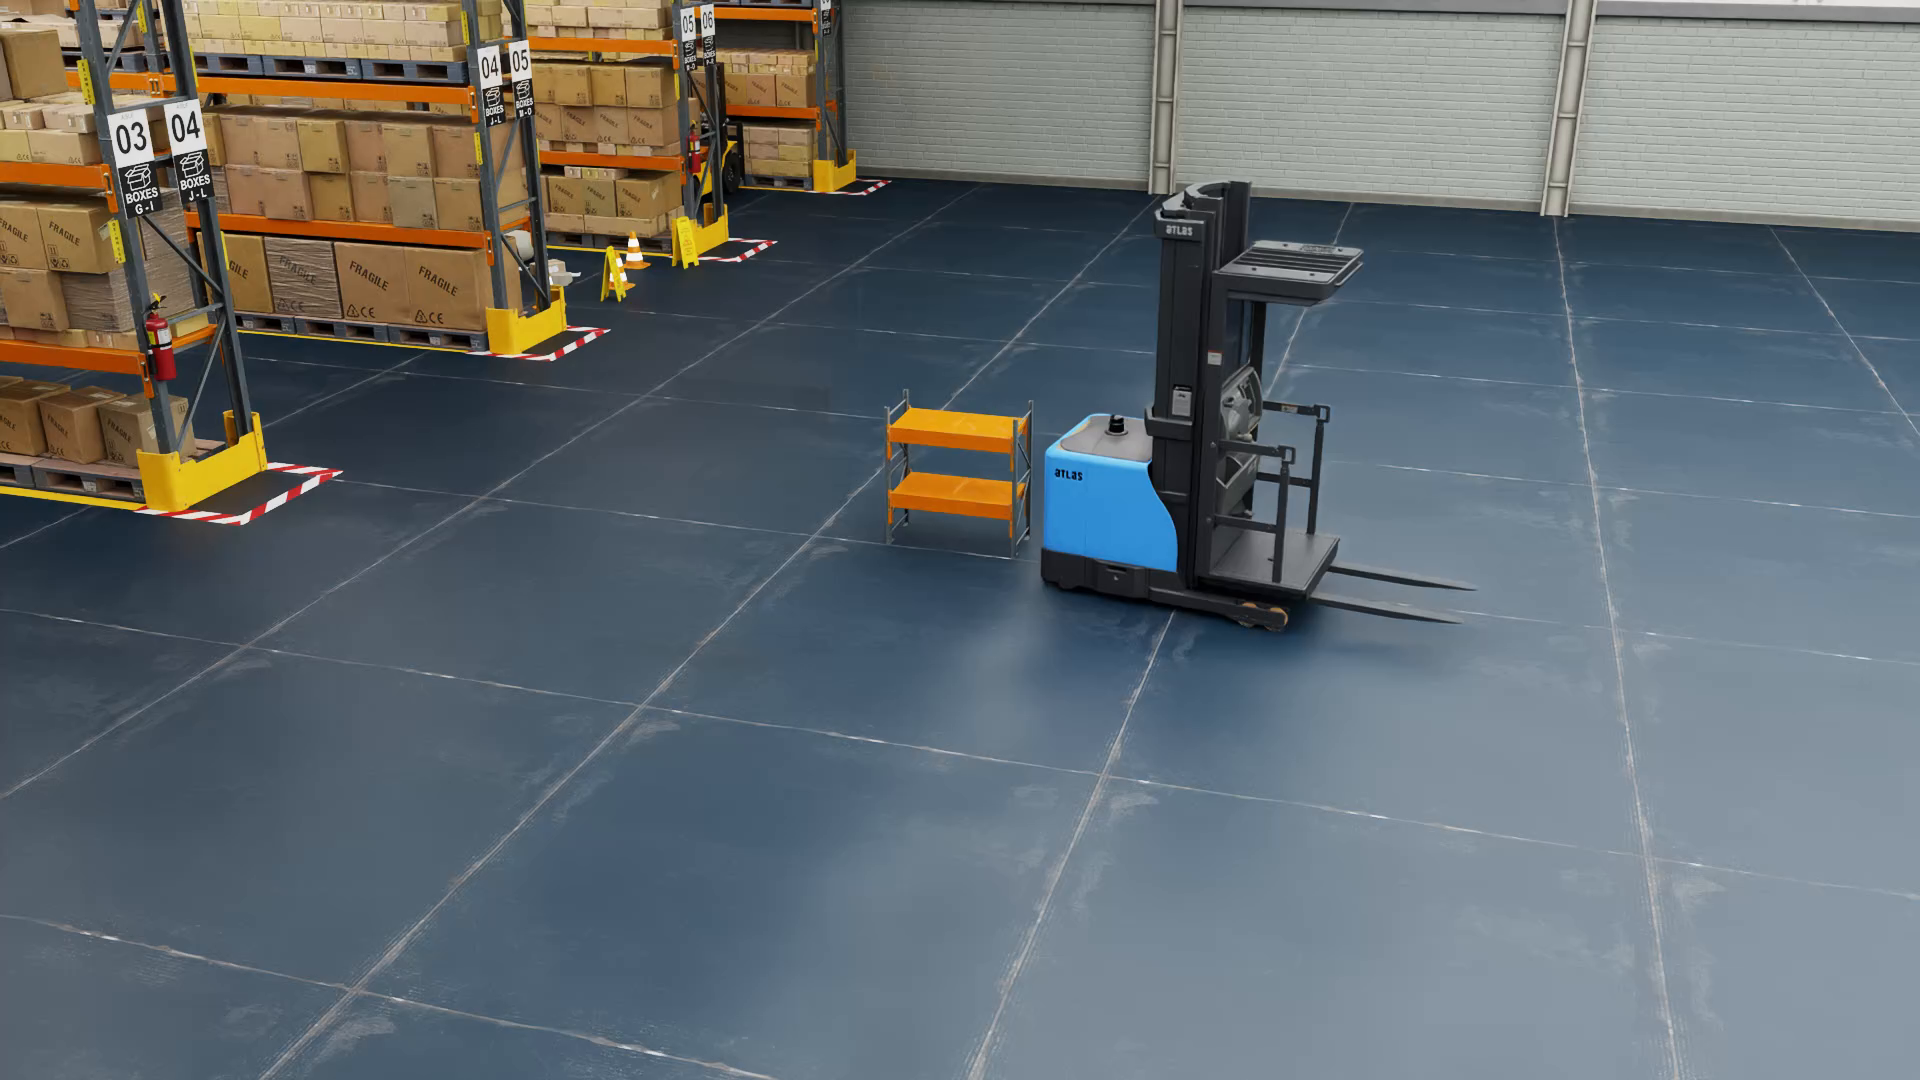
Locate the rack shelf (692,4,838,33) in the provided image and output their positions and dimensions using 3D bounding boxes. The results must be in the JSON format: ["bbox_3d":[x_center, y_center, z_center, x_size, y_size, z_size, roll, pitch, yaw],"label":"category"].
[{"bbox_3d":[-3.997,-8.513,26.972,4.000,0.370,1.077,7,23,16],"label":"rack shelf"}]

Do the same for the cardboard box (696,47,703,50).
[{"bbox_3d":[-4.302,-8.084,27.552,0.250,0.149,0.380,6,23,15],"label":"cardboard box"}]

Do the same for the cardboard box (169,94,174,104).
[{"bbox_3d":[-11.708,-6.435,24.448,0.500,0.250,0.500,6,23,15],"label":"cardboard box"}]

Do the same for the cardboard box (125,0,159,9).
[{"bbox_3d":[-11.576,-7.928,23.909,0.637,0.503,0.797,5,23,12],"label":"cardboard box"}]

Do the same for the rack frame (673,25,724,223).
[{"bbox_3d":[-3.512,-5.435,22.472,0.127,3.000,1.000,7,23,16],"label":"rack frame"}]

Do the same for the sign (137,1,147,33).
[{"bbox_3d":[-8.822,-5.638,17.919,0.005,0.325,0.100,7,23,16],"label":"sign"}]

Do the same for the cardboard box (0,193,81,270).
[{"bbox_3d":[-7.453,-2.504,13.486,0.500,0.500,0.500,7,23,16],"label":"cardboard box"}]

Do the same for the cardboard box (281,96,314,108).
[{"bbox_3d":[-9.319,-6.389,23.720,0.500,0.500,0.500,6,23,13],"label":"cardboard box"}]

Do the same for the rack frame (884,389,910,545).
[{"bbox_3d":[-0.493,-0.577,13.099,0.032,1.125,0.500,7,23,16],"label":"rack frame"}]

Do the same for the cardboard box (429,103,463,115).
[{"bbox_3d":[-7.001,-5.908,23.101,0.500,0.500,0.500,6,23,15],"label":"cardboard box"}]

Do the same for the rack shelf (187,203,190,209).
[{"bbox_3d":[-10.590,-3.950,19.801,4.000,0.370,1.077,7,23,16],"label":"rack shelf"}]

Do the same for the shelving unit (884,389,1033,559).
[{"bbox_3d":[-0.006,-0.521,12.963,1.048,1.125,0.538,7,23,16],"label":"shelving unit"}]

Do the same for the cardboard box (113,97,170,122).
[{"bbox_3d":[-6.572,-3.451,13.356,0.250,0.149,0.380,6,23,15],"label":"cardboard box"}]

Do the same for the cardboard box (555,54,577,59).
[{"bbox_3d":[-6.555,-8.002,27.744,0.250,0.149,0.380,6,23,15],"label":"cardboard box"}]

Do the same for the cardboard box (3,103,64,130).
[{"bbox_3d":[-7.240,-3.316,13.025,0.250,0.149,0.380,6,23,13],"label":"cardboard box"}]

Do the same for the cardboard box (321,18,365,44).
[{"bbox_3d":[-6.354,-5.385,17.517,0.500,0.250,0.500,6,23,15],"label":"cardboard box"}]

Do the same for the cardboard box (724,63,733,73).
[{"bbox_3d":[-3.730,-7.653,26.893,0.250,0.149,0.380,7,23,16],"label":"cardboard box"}]

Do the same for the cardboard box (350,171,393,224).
[{"bbox_3d":[-6.246,-3.878,18.480,0.550,0.550,0.875,7,23,16],"label":"cardboard box"}]

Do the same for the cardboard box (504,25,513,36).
[{"bbox_3d":[-5.905,-6.848,22.297,0.250,0.149,0.380,6,23,14],"label":"cardboard box"}]

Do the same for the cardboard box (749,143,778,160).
[{"bbox_3d":[-3.115,-6.391,27.214,0.500,0.250,0.500,6,23,15],"label":"cardboard box"}]

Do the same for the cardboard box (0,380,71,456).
[{"bbox_3d":[-8.144,-1.075,14.584,0.500,0.500,0.500,9,24,20],"label":"cardboard box"}]

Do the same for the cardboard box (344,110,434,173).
[{"bbox_3d":[-6.239,-4.387,18.296,0.550,0.550,0.875,7,23,16],"label":"cardboard box"}]

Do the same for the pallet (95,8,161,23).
[{"bbox_3d":[-11.803,-7.664,24.202,1.003,0.211,1.213,8,24,18],"label":"pallet"}]

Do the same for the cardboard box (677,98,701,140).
[{"bbox_3d":[-3.886,-5.771,22.769,0.500,0.500,0.500,6,23,15],"label":"cardboard box"}]

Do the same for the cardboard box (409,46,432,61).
[{"bbox_3d":[-5.503,-5.079,17.297,0.250,0.149,0.380,7,23,16],"label":"cardboard box"}]

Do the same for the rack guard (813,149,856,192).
[{"bbox_3d":[-2.059,-6.080,27.338,0.348,0.500,1.175,7,23,16],"label":"rack guard"}]

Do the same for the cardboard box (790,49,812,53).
[{"bbox_3d":[-2.578,-7.889,27.077,0.250,0.149,0.380,7,23,17],"label":"cardboard box"}]

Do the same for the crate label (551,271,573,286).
[{"bbox_3d":[-5.062,-3.312,21.069,0.298,0.136,0.250,-5,23,-12],"label":"crate label"}]

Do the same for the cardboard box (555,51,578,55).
[{"bbox_3d":[-6.667,-8.216,28.266,0.250,0.149,0.380,6,23,15],"label":"cardboard box"}]

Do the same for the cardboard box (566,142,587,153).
[{"bbox_3d":[-5.177,-5.397,22.710,0.250,0.149,0.380,6,23,15],"label":"cardboard box"}]

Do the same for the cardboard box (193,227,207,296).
[{"bbox_3d":[-9.295,-3.253,19.563,0.750,0.750,1.050,6,23,15],"label":"cardboard box"}]

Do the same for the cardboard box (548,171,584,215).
[{"bbox_3d":[-5.336,-4.811,23.033,0.500,0.500,0.500,6,23,14],"label":"cardboard box"}]

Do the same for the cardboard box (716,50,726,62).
[{"bbox_3d":[-3.956,-7.851,26.985,0.250,0.149,0.380,7,23,16],"label":"cardboard box"}]

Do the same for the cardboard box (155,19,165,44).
[{"bbox_3d":[-9.181,-5.787,18.870,0.396,0.266,0.258,6,23,15],"label":"cardboard box"}]

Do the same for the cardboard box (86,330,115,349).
[{"bbox_3d":[-6.946,-1.702,13.703,0.250,0.149,0.380,7,23,16],"label":"cardboard box"}]

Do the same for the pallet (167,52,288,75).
[{"bbox_3d":[-7.895,-5.317,18.349,1.213,0.211,1.003,7,23,16],"label":"pallet"}]

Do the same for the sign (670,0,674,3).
[{"bbox_3d":[-3.692,-7.033,21.249,0.005,0.325,0.100,7,23,16],"label":"sign"}]

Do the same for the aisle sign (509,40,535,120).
[{"bbox_3d":[-4.691,-4.929,17.814,0.004,0.787,0.394,7,23,16],"label":"aisle sign"}]

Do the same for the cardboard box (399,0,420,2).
[{"bbox_3d":[-5.799,-5.742,17.864,0.250,0.149,0.380,7,23,16],"label":"cardboard box"}]

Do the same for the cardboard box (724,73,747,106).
[{"bbox_3d":[-3.614,-7.360,27.033,0.500,0.500,0.500,6,23,14],"label":"cardboard box"}]

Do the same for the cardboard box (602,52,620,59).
[{"bbox_3d":[-5.692,-8.019,27.392,0.250,0.149,0.380,7,23,17],"label":"cardboard box"}]

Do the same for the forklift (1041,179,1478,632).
[{"bbox_3d":[2.158,-0.945,11.618,3.031,2.935,1.130,10,24,23],"label":"forklift"}]

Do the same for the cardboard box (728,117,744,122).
[{"bbox_3d":[-3.931,-6.916,27.835,0.500,0.250,0.500,6,23,14],"label":"cardboard box"}]

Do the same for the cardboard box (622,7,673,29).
[{"bbox_3d":[-4.080,-6.849,21.773,0.500,0.250,0.500,6,23,15],"label":"cardboard box"}]

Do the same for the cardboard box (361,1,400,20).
[{"bbox_3d":[-5.998,-5.504,17.283,0.250,0.149,0.380,7,23,16],"label":"cardboard box"}]

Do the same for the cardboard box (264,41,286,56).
[{"bbox_3d":[-7.205,-5.274,17.772,0.250,0.149,0.380,7,23,16],"label":"cardboard box"}]

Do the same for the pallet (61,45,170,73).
[{"bbox_3d":[-9.567,-5.446,18.798,1.217,0.209,0.805,6,23,13],"label":"pallet"}]

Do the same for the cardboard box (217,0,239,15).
[{"bbox_3d":[-7.695,-5.698,17.757,0.250,0.149,0.380,6,23,15],"label":"cardboard box"}]

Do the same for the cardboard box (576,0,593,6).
[{"bbox_3d":[-4.867,-7.145,21.968,0.250,0.149,0.380,7,23,16],"label":"cardboard box"}]

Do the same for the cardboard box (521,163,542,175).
[{"bbox_3d":[-6.001,-5.160,23.029,0.250,0.149,0.380,8,24,19],"label":"cardboard box"}]

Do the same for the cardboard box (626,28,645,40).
[{"bbox_3d":[-4.182,-6.659,21.836,0.250,0.149,0.380,7,23,16],"label":"cardboard box"}]
